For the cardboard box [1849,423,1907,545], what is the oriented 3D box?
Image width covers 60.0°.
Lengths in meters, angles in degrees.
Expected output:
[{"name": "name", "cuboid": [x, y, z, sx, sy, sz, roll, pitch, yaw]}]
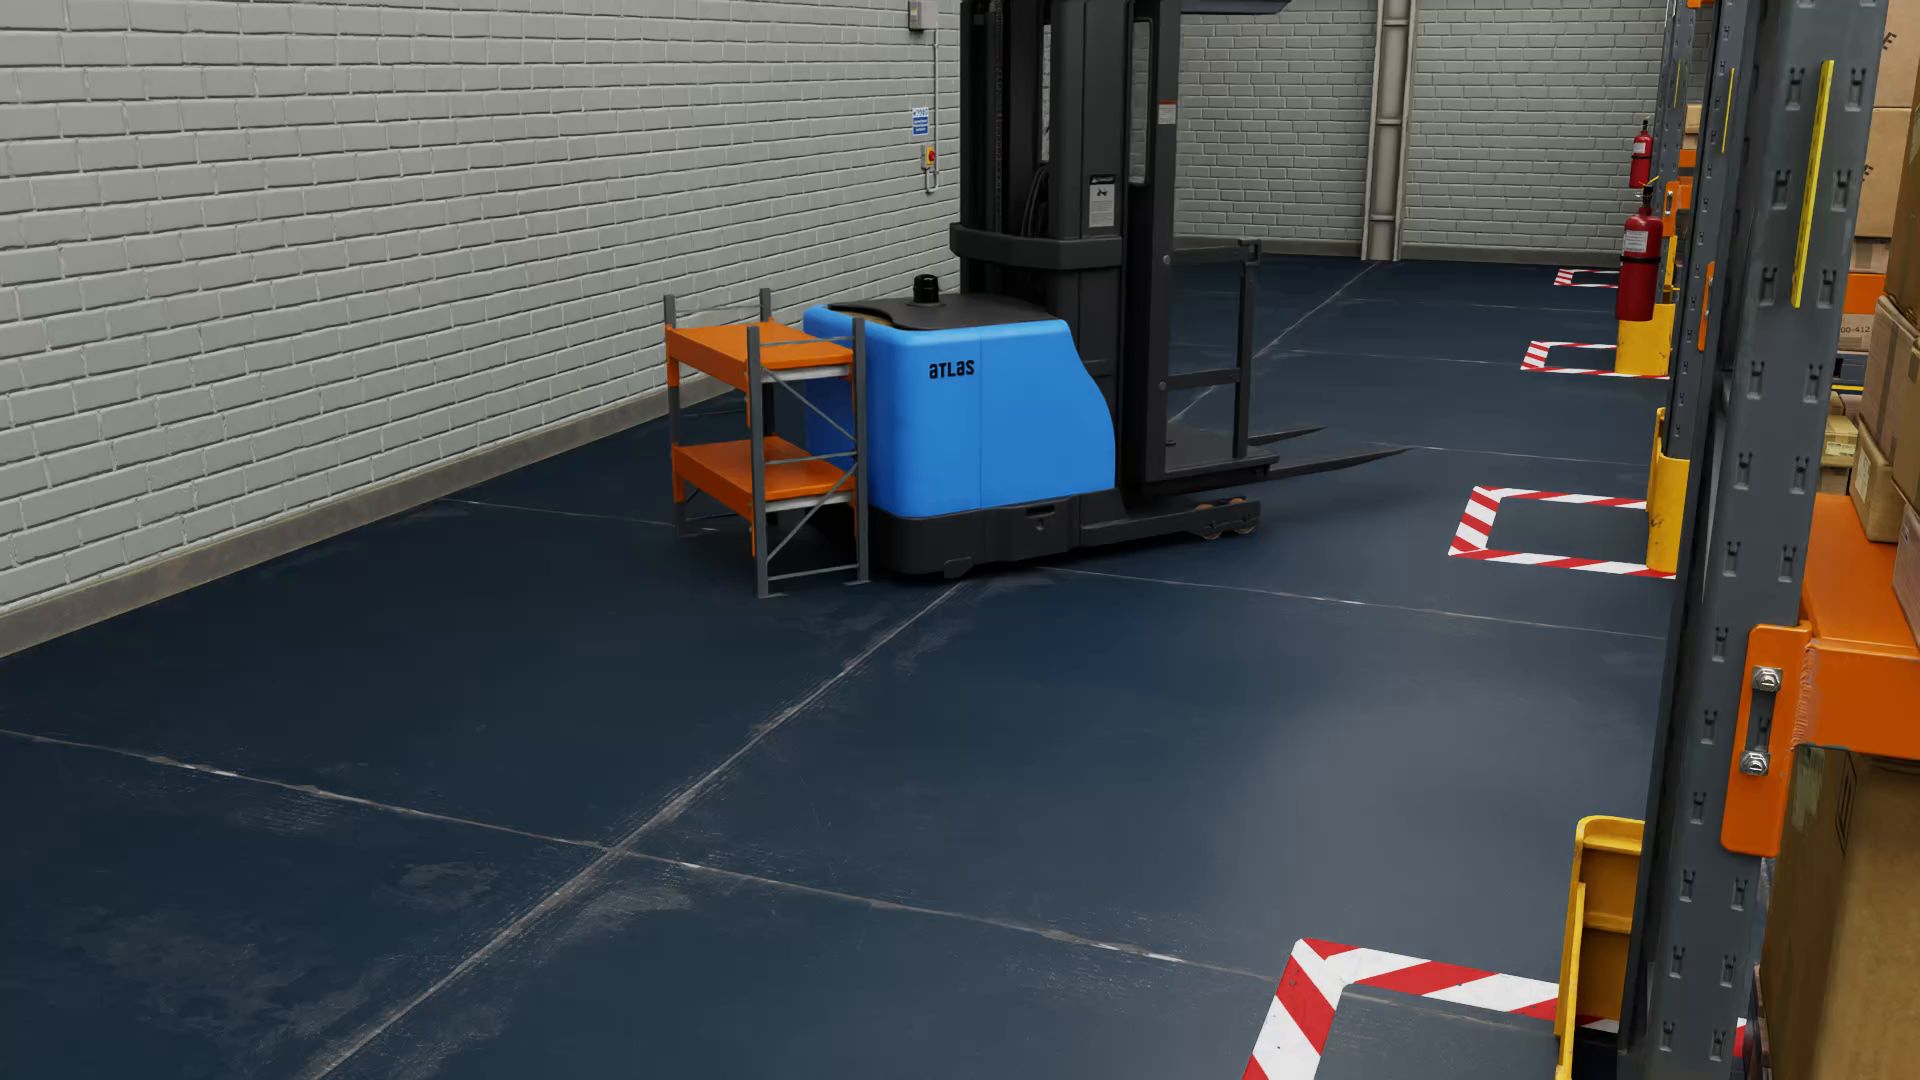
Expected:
[{"name": "cardboard box", "cuboid": [1.821, -0.102, 3.096, 0.250, 0.149, 0.380, 7, 17, 22]}]

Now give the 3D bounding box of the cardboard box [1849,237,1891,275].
[{"name": "cardboard box", "cuboid": [3.716, -1.196, 6.863, 0.250, 0.149, 0.380, 7, 18, 23]}]

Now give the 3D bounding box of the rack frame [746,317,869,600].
[{"name": "rack frame", "cuboid": [-0.613, -0.331, 6.795, 0.500, 1.125, 0.032, -9, 18, -27]}]

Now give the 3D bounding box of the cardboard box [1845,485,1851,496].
[{"name": "cardboard box", "cuboid": [3.926, -0.140, 7.137, 0.250, 0.149, 0.380, 6, 17, 20]}]

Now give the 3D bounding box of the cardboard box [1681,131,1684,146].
[{"name": "cardboard box", "cuboid": [7.230, -3.947, 16.339, 0.250, 0.149, 0.380, 6, 17, 20]}]

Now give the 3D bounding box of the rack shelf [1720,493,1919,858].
[{"name": "rack shelf", "cuboid": [3.229, 0.376, 2.287, 4.000, 0.370, 1.077, 6, 17, 21]}]

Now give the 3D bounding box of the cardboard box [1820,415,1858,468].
[{"name": "cardboard box", "cuboid": [3.646, -0.426, 7.055, 0.250, 0.149, 0.380, 5, 17, 18]}]

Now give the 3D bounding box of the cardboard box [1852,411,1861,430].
[{"name": "cardboard box", "cuboid": [3.946, -0.429, 7.065, 0.250, 0.149, 0.380, 7, 17, 22]}]

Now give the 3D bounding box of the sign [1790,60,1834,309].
[{"name": "sign", "cuboid": [1.160, -0.484, 2.266, 0.005, 0.325, 0.100, 6, 17, 21]}]

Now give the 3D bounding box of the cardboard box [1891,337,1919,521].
[{"name": "cardboard box", "cuboid": [1.716, -0.125, 2.461, 0.500, 0.250, 0.500, 6, 17, 19]}]

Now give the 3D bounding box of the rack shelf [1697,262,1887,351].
[{"name": "rack shelf", "cuboid": [5.143, -0.900, 6.683, 4.000, 0.370, 1.077, 6, 17, 21]}]

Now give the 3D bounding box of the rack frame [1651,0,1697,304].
[{"name": "rack frame", "cuboid": [5.005, -2.744, 11.745, 0.127, 3.000, 1.000, 6, 17, 21]}]

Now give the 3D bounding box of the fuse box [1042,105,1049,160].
[{"name": "fuse box", "cuboid": [0.658, -3.226, 15.716, 0.414, 1.711, 0.539, 6, 17, 21]}]

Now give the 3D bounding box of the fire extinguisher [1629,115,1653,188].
[{"name": "fire extinguisher", "cuboid": [6.516, -3.711, 15.883, 0.183, 0.674, 0.296, 6, 17, 21]}]

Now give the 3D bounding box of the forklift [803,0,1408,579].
[{"name": "forklift", "cuboid": [0.814, -1.524, 7.666, 3.031, 2.935, 1.130, -9, 19, -29]}]

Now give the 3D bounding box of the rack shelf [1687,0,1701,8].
[{"name": "rack shelf", "cuboid": [6.866, -3.634, 10.722, 4.000, 0.370, 1.077, 6, 17, 21]}]

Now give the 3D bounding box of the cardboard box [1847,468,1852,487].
[{"name": "cardboard box", "cuboid": [3.910, -0.262, 7.024, 0.250, 0.149, 0.380, 6, 17, 20]}]

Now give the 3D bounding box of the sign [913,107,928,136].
[{"name": "sign", "cuboid": [-0.324, -3.438, 13.652, 0.001, 0.218, 0.327, 6, 17, 21]}]

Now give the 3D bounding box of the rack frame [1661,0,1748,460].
[{"name": "rack frame", "cuboid": [3.283, -1.450, 7.287, 0.127, 3.000, 1.000, 6, 17, 21]}]

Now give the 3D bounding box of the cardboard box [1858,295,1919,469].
[{"name": "cardboard box", "cuboid": [1.917, -0.264, 2.938, 0.500, 0.250, 0.500, 6, 17, 20]}]

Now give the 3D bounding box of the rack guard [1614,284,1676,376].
[{"name": "rack guard", "cuboid": [4.983, -1.546, 12.102, 0.348, 0.500, 1.175, 6, 17, 21]}]

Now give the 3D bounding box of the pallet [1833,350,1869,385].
[{"name": "pallet", "cuboid": [5.778, -1.343, 11.922, 1.213, 0.211, 1.003, 6, 17, 21]}]

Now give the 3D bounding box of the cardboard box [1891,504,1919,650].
[{"name": "cardboard box", "cuboid": [1.578, 0.069, 2.507, 0.250, 0.149, 0.380, 6, 17, 21]}]

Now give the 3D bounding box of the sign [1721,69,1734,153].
[{"name": "sign", "cuboid": [3.084, -1.725, 6.682, 0.005, 0.325, 0.100, 6, 17, 21]}]

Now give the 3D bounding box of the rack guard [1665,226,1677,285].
[{"name": "rack guard", "cuboid": [6.894, -2.823, 16.503, 0.348, 0.500, 1.175, 6, 17, 21]}]

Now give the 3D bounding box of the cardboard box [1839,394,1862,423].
[{"name": "cardboard box", "cuboid": [4.081, -0.539, 7.443, 0.250, 0.149, 0.380, 7, 17, 22]}]

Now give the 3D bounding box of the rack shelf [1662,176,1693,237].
[{"name": "rack shelf", "cuboid": [6.866, -2.194, 11.141, 4.000, 0.370, 1.077, 6, 17, 21]}]

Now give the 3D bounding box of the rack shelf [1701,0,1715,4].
[{"name": "rack shelf", "cuboid": [8.683, -4.922, 15.158, 4.000, 0.370, 1.077, 6, 17, 21]}]

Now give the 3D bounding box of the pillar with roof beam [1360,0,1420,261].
[{"name": "pillar with roof beam", "cuboid": [3.066, -6.306, 13.254, 0.400, 9.000, 9.100, 6, 17, 21]}]

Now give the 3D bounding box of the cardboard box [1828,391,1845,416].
[{"name": "cardboard box", "cuboid": [3.868, -0.580, 7.583, 0.250, 0.149, 0.380, 6, 17, 21]}]

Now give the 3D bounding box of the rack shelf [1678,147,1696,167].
[{"name": "rack shelf", "cuboid": [8.683, -3.482, 15.576, 4.000, 0.370, 1.077, 6, 17, 21]}]

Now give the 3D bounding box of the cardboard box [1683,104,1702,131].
[{"name": "cardboard box", "cuboid": [7.348, -4.124, 16.235, 0.500, 0.250, 0.500, 7, 18, 22]}]

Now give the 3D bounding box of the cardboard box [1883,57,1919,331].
[{"name": "cardboard box", "cuboid": [1.919, -0.623, 2.830, 0.500, 0.500, 0.500, 7, 17, 21]}]

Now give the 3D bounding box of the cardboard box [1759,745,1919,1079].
[{"name": "cardboard box", "cuboid": [1.994, 0.690, 2.975, 0.875, 0.875, 0.875, 6, 17, 21]}]

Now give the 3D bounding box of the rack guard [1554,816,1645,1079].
[{"name": "rack guard", "cuboid": [1.347, 1.024, 3.249, 0.348, 0.500, 1.175, 6, 17, 21]}]

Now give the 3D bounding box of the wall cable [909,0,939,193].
[{"name": "wall cable", "cuboid": [-0.249, -3.818, 13.565, 0.123, 1.953, 0.585, 6, 17, 21]}]

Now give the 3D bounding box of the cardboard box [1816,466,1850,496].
[{"name": "cardboard box", "cuboid": [3.676, -0.305, 7.171, 0.250, 0.149, 0.380, 7, 18, 23]}]

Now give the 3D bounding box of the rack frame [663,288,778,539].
[{"name": "rack frame", "cuboid": [-1.093, -0.581, 7.656, 0.500, 1.125, 0.032, -9, 18, -27]}]

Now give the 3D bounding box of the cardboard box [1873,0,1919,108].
[{"name": "cardboard box", "cuboid": [3.603, -2.006, 6.697, 0.500, 0.500, 0.500, 6, 17, 20]}]

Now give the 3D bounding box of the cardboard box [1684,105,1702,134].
[{"name": "cardboard box", "cuboid": [7.146, -3.986, 15.760, 0.500, 0.250, 0.500, 6, 17, 21]}]

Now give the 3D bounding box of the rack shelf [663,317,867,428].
[{"name": "rack shelf", "cuboid": [-0.853, -0.737, 7.144, 0.538, 0.278, 1.000, -9, 18, -27]}]

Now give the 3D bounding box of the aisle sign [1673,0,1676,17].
[{"name": "aisle sign", "cuboid": [4.832, -3.925, 11.149, 0.004, 0.787, 0.394, 6, 17, 21]}]

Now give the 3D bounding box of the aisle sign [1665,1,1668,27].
[{"name": "aisle sign", "cuboid": [6.652, -5.211, 15.580, 0.004, 0.787, 0.394, 6, 17, 21]}]

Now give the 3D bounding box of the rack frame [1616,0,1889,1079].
[{"name": "rack frame", "cuboid": [1.369, -0.174, 2.892, 0.127, 3.000, 1.000, 6, 17, 21]}]

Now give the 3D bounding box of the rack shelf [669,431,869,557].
[{"name": "rack shelf", "cuboid": [-0.853, -0.221, 7.294, 0.538, 0.278, 1.000, -9, 18, -27]}]

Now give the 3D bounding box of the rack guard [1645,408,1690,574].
[{"name": "rack guard", "cuboid": [3.354, -0.242, 7.609, 0.348, 0.500, 1.175, 6, 17, 21]}]

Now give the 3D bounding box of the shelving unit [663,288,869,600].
[{"name": "shelving unit", "cuboid": [-0.853, -0.456, 7.225, 0.538, 1.125, 1.048, -9, 18, -27]}]

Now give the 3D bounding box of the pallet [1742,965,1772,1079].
[{"name": "pallet", "cuboid": [2.141, 1.227, 3.069, 1.213, 0.211, 1.003, 6, 17, 21]}]

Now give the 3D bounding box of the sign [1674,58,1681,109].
[{"name": "sign", "cuboid": [4.796, -3.054, 11.120, 0.005, 0.325, 0.100, 6, 17, 21]}]

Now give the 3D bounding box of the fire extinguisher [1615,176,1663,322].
[{"name": "fire extinguisher", "cuboid": [3.218, -1.379, 7.851, 0.183, 0.674, 0.296, 6, 17, 21]}]

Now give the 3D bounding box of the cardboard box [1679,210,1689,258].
[{"name": "cardboard box", "cuboid": [7.357, -2.947, 16.170, 0.637, 0.503, 0.797, 6, 17, 18]}]

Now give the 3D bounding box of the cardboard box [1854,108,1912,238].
[{"name": "cardboard box", "cuboid": [3.599, -1.523, 6.827, 0.500, 0.500, 0.500, 7, 18, 23]}]

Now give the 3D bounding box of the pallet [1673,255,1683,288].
[{"name": "pallet", "cuboid": [7.636, -2.603, 16.263, 1.213, 0.211, 1.003, 6, 17, 21]}]

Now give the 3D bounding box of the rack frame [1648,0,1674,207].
[{"name": "rack frame", "cuboid": [6.823, -4.032, 16.181, 0.127, 3.000, 1.000, 6, 17, 21]}]

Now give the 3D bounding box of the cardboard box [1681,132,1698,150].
[{"name": "cardboard box", "cuboid": [7.028, -3.806, 15.855, 0.250, 0.149, 0.380, 6, 17, 20]}]

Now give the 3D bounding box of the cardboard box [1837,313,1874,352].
[{"name": "cardboard box", "cuboid": [6.510, -1.582, 11.586, 0.875, 0.438, 0.875, 7, 18, 22]}]

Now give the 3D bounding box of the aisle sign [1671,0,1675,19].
[{"name": "aisle sign", "cuboid": [5.052, -4.080, 11.685, 0.004, 0.787, 0.394, 6, 17, 21]}]
